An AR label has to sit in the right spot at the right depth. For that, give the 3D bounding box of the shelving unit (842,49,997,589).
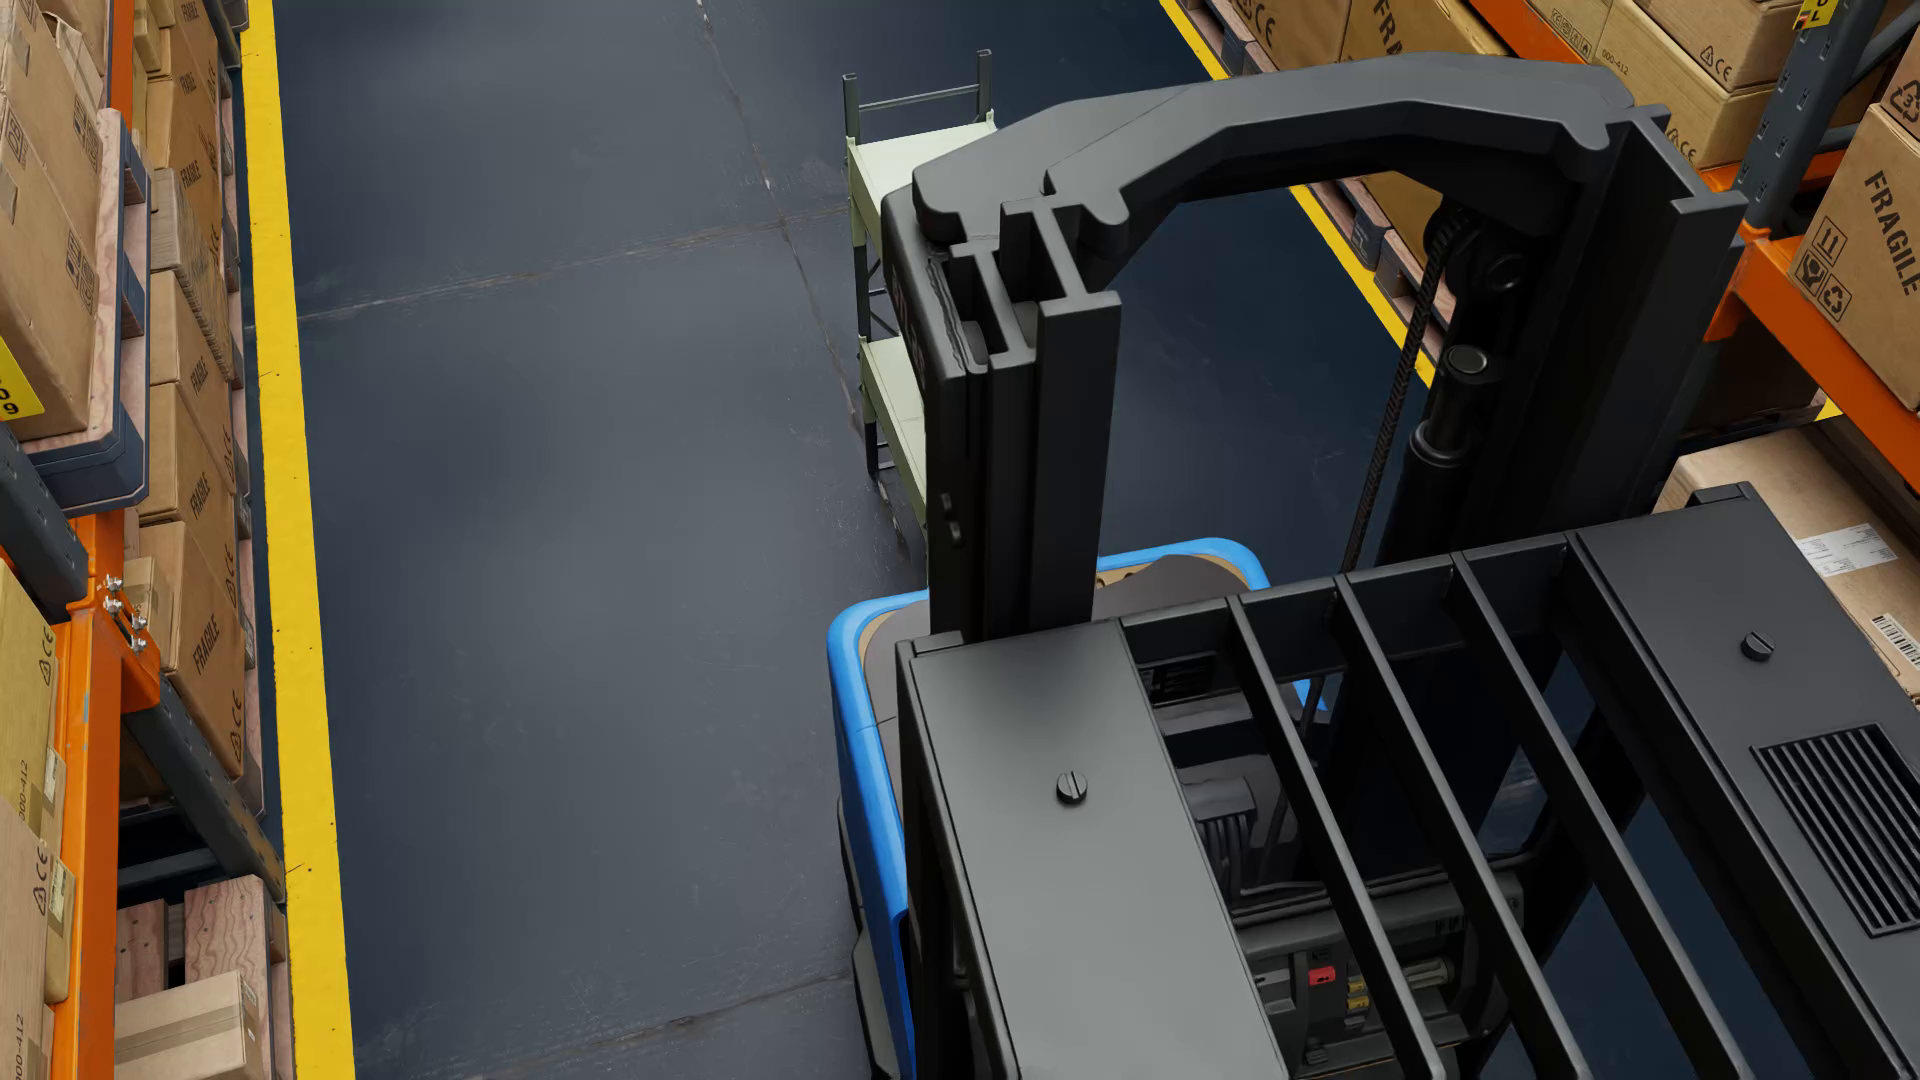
[{"bbox_3d":[-0.002,-0.488,4.681,0.431,1.500,0.755,-13,51,-11],"label":"shelving unit"}]

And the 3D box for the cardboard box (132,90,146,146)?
[{"bbox_3d":[-2.830,-1.305,5.325,0.380,0.149,0.250,-14,51,-12],"label":"cardboard box"}]

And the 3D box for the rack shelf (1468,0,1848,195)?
[{"bbox_3d":[1.859,-2.282,5.683,1.077,0.370,4.000,-13,51,-11],"label":"rack shelf"}]

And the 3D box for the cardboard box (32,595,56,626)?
[{"bbox_3d":[-2.200,0.128,3.921,0.380,0.149,0.250,-14,51,-12],"label":"cardboard box"}]

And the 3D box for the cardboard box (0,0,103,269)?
[{"bbox_3d":[-2.373,-0.878,3.688,0.700,0.500,0.500,-13,51,-11],"label":"cardboard box"}]

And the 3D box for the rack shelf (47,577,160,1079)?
[{"bbox_3d":[-1.699,1.764,2.271,1.077,0.370,4.000,-13,51,-11],"label":"rack shelf"}]

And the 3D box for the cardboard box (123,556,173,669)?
[{"bbox_3d":[-2.142,0.211,4.047,0.380,0.149,0.250,-11,51,-9],"label":"cardboard box"}]

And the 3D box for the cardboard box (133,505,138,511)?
[{"bbox_3d":[-2.385,-0.159,4.358,0.380,0.149,0.250,-16,52,-13],"label":"cardboard box"}]

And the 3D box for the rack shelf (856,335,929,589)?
[{"bbox_3d":[-0.002,-0.278,4.930,0.431,0.370,0.720,-13,51,-11],"label":"rack shelf"}]

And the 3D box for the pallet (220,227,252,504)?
[{"bbox_3d":[-2.931,-0.508,5.540,1.003,0.211,1.213,-13,51,-11],"label":"pallet"}]

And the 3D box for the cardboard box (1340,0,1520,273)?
[{"bbox_3d":[1.916,-1.597,5.749,0.875,0.875,0.875,-12,51,-10],"label":"cardboard box"}]

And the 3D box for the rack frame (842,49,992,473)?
[{"bbox_3d":[-0.110,-0.756,4.906,0.400,1.500,0.023,-13,51,-11],"label":"rack frame"}]

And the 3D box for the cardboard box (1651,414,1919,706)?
[{"bbox_3d":[2.533,0.120,4.588,0.875,0.438,0.875,-14,51,-12],"label":"cardboard box"}]

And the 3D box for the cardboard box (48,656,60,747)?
[{"bbox_3d":[-1.955,0.328,3.176,0.380,0.149,0.250,-13,51,-10],"label":"cardboard box"}]

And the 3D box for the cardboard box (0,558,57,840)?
[{"bbox_3d":[-1.907,0.341,2.904,0.500,0.250,0.500,-12,51,-10],"label":"cardboard box"}]

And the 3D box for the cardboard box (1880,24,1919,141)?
[{"bbox_3d":[2.360,-1.005,3.416,0.500,0.500,0.500,-13,51,-11],"label":"cardboard box"}]

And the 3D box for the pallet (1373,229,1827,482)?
[{"bbox_3d":[2.150,-0.701,5.703,1.003,0.211,1.213,-13,51,-11],"label":"pallet"}]

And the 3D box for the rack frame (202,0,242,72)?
[{"bbox_3d":[-3.473,-2.850,5.691,1.000,3.000,0.127,-13,51,-11],"label":"rack frame"}]

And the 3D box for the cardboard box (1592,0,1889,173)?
[{"bbox_3d":[2.077,-1.276,4.462,0.500,0.250,0.500,-14,51,-12],"label":"cardboard box"}]

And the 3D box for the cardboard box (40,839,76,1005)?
[{"bbox_3d":[-1.757,0.698,2.864,0.380,0.149,0.250,-12,51,-10],"label":"cardboard box"}]

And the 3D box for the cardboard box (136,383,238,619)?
[{"bbox_3d":[-2.385,-0.049,4.690,0.500,0.500,0.500,-14,51,-11],"label":"cardboard box"}]

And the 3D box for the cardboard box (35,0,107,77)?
[{"bbox_3d":[-2.605,-1.451,4.172,0.700,0.500,0.500,-14,51,-11],"label":"cardboard box"}]

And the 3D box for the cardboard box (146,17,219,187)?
[{"bbox_3d":[-3.005,-1.551,5.956,0.500,0.500,0.500,-14,51,-12],"label":"cardboard box"}]

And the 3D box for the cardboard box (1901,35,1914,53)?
[{"bbox_3d":[2.590,-1.551,4.367,0.500,0.250,0.500,-15,51,-12],"label":"cardboard box"}]

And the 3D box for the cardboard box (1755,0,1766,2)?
[{"bbox_3d":[2.078,-1.677,3.983,0.500,0.500,0.500,-12,51,-10],"label":"cardboard box"}]

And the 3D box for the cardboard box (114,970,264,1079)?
[{"bbox_3d":[-1.845,1.196,3.870,0.380,0.149,0.250,-15,51,-12],"label":"cardboard box"}]

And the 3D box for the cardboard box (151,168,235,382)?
[{"bbox_3d":[-2.676,-0.795,5.318,0.500,0.500,0.500,-15,51,-12],"label":"cardboard box"}]

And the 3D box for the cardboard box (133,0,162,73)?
[{"bbox_3d":[-2.939,-1.691,5.649,0.380,0.149,0.250,-15,51,-12],"label":"cardboard box"}]

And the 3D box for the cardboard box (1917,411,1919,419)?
[{"bbox_3d":[2.484,-0.315,3.489,0.500,0.500,0.500,-13,51,-11],"label":"cardboard box"}]

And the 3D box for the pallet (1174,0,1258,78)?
[{"bbox_3d":[1.429,-2.483,7.205,1.003,0.211,1.213,-13,51,-11],"label":"pallet"}]

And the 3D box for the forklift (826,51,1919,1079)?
[{"bbox_3d":[0.523,0.911,2.565,1.130,2.935,3.031,-10,51,-9],"label":"forklift"}]

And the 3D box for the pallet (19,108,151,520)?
[{"bbox_3d":[-2.422,-0.475,3.814,1.003,0.211,1.213,-13,51,-11],"label":"pallet"}]

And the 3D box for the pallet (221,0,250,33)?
[{"bbox_3d":[-3.679,-2.561,7.271,1.003,0.211,1.213,-13,51,-11],"label":"pallet"}]

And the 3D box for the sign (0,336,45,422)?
[{"bbox_3d":[-1.774,-0.336,3.005,0.100,0.325,0.005,-13,51,-11],"label":"sign"}]

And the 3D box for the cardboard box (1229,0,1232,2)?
[{"bbox_3d":[1.392,-2.902,6.850,0.875,0.875,0.875,-14,51,-11],"label":"cardboard box"}]
